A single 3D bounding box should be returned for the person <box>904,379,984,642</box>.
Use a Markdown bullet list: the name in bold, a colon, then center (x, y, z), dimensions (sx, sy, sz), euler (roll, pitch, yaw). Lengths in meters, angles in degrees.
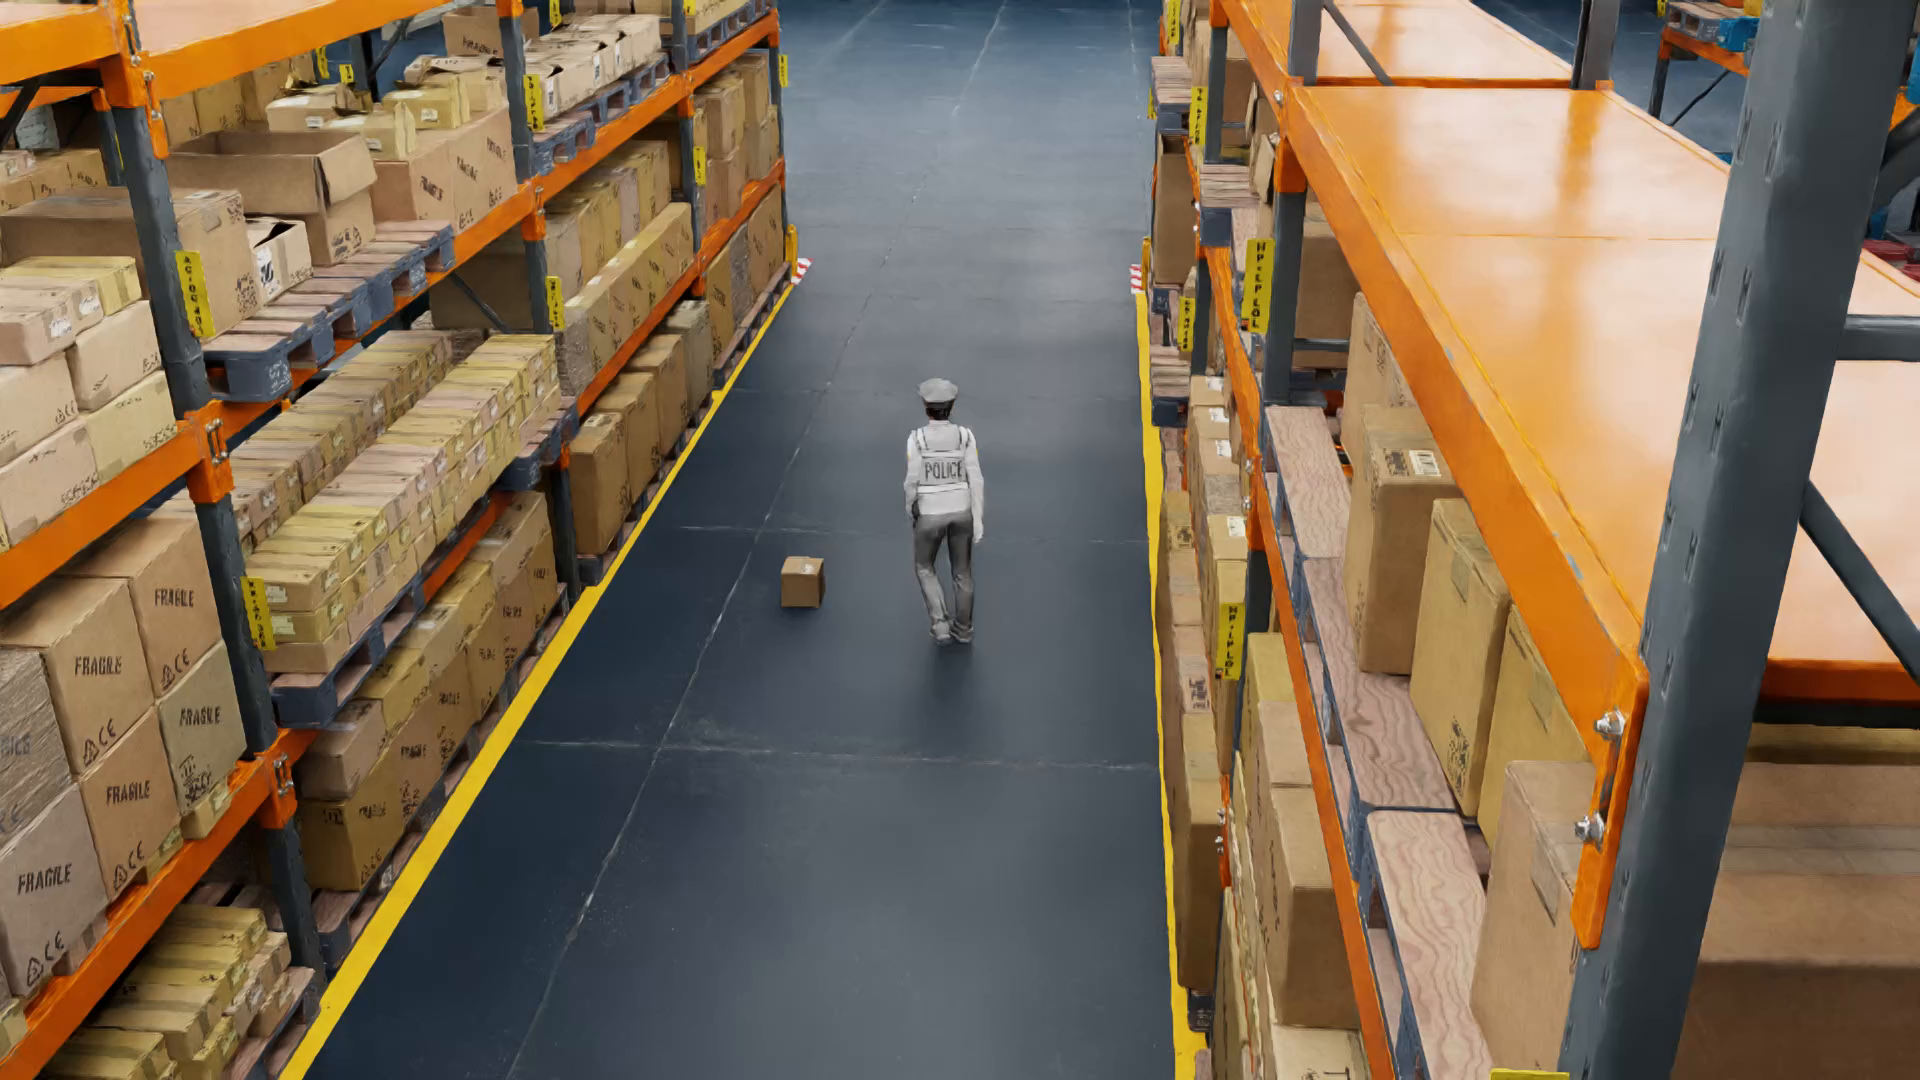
- **person**: center (-0.091, -0.127, 10.283), dimensions (0.493, 1.652, 0.616), euler (-8, 26, -16)
